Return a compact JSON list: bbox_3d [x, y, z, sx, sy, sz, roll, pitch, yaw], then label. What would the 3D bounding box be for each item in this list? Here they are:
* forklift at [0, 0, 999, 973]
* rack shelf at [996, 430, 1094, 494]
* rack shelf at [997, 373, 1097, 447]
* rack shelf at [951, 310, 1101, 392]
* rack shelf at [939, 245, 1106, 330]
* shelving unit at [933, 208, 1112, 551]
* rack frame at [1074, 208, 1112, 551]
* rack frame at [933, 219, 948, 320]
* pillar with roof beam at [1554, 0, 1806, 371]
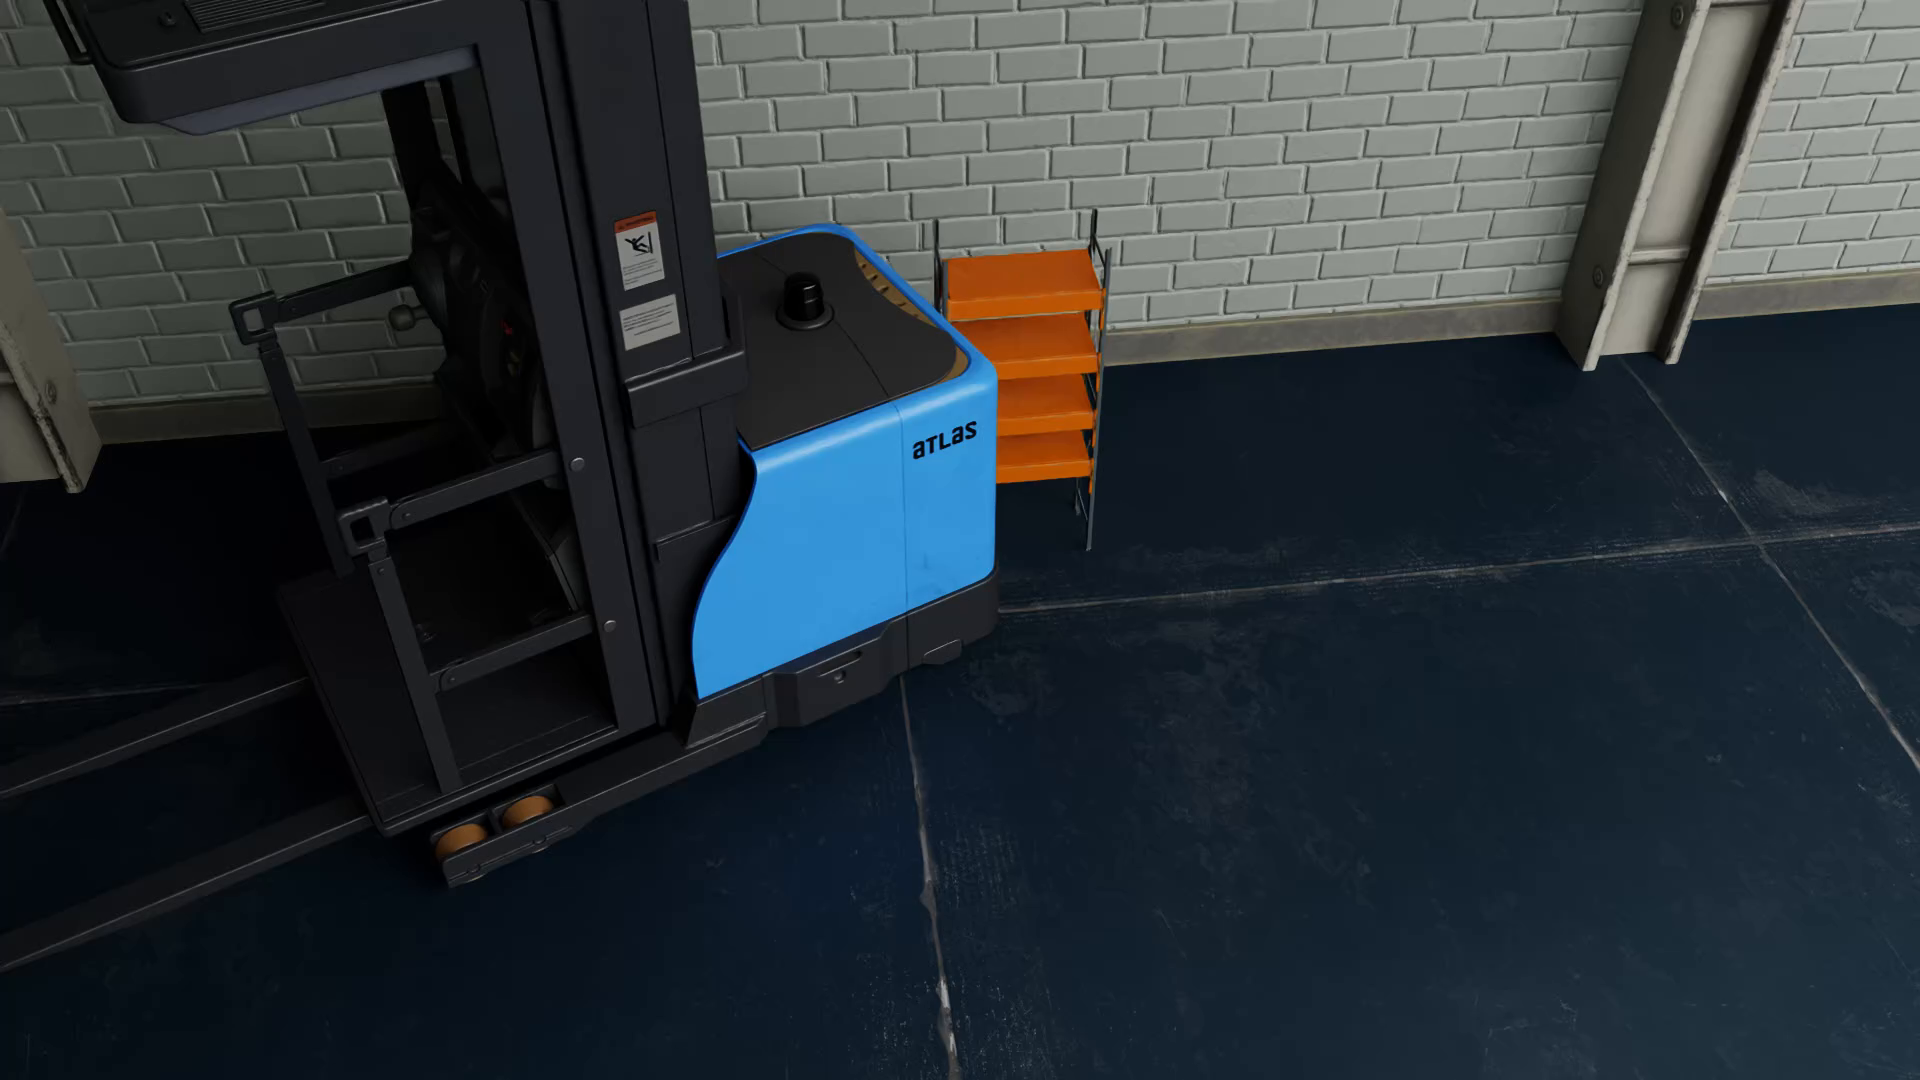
[{"bbox_3d":[-1.403,-0.533,4.152,3.031,2.935,1.130,-22,47,-23],"label":"forklift"},{"bbox_3d":[0.184,-0.271,5.551,0.480,0.148,0.258,-5,42,-6],"label":"rack shelf"},{"bbox_3d":[0.184,-0.418,5.418,0.480,0.148,0.258,-5,42,-6],"label":"rack shelf"},{"bbox_3d":[0.184,-0.584,5.268,0.480,0.148,0.258,-5,42,-6],"label":"rack shelf"},{"bbox_3d":[0.184,-0.760,5.110,0.480,0.148,0.258,-5,42,-6],"label":"rack shelf"},{"bbox_3d":[0.184,-0.468,5.373,0.503,1.200,0.258,-5,42,-6],"label":"shelving unit"},{"bbox_3d":[0.426,-0.490,5.397,0.015,1.200,0.240,-5,42,-6],"label":"rack frame"},{"bbox_3d":[-0.058,-0.447,5.349,0.015,1.200,0.240,-5,42,-6],"label":"rack frame"},{"bbox_3d":[3.158,-1.260,0.429,0.400,9.000,9.100,-5,42,-6],"label":"pillar with roof beam"}]
